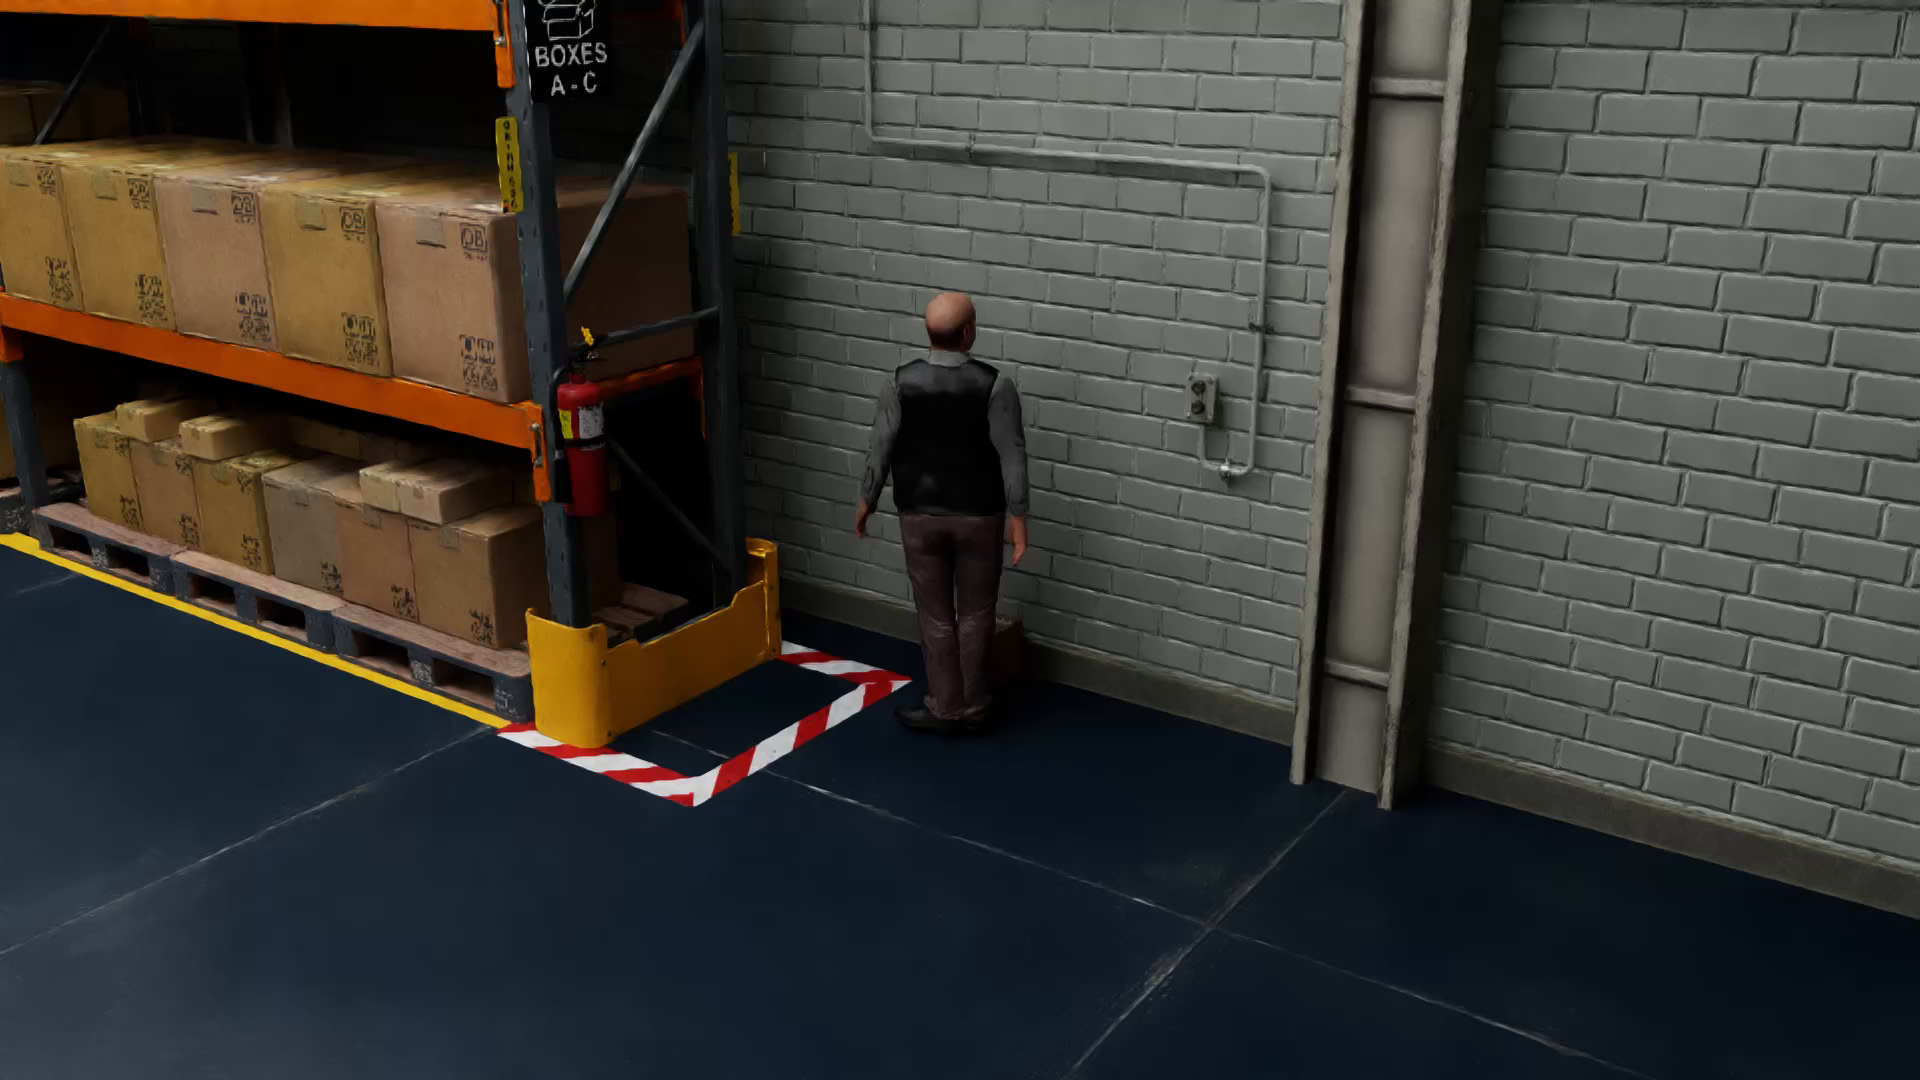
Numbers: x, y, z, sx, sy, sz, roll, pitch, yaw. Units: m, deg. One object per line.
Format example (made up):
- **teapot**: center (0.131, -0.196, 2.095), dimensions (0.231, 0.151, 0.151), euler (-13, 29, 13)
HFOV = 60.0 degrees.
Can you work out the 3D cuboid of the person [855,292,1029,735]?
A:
- **person**: center (-0.072, -0.093, 6.319), dimensions (0.678, 1.725, 0.353), euler (2, 20, 5)
